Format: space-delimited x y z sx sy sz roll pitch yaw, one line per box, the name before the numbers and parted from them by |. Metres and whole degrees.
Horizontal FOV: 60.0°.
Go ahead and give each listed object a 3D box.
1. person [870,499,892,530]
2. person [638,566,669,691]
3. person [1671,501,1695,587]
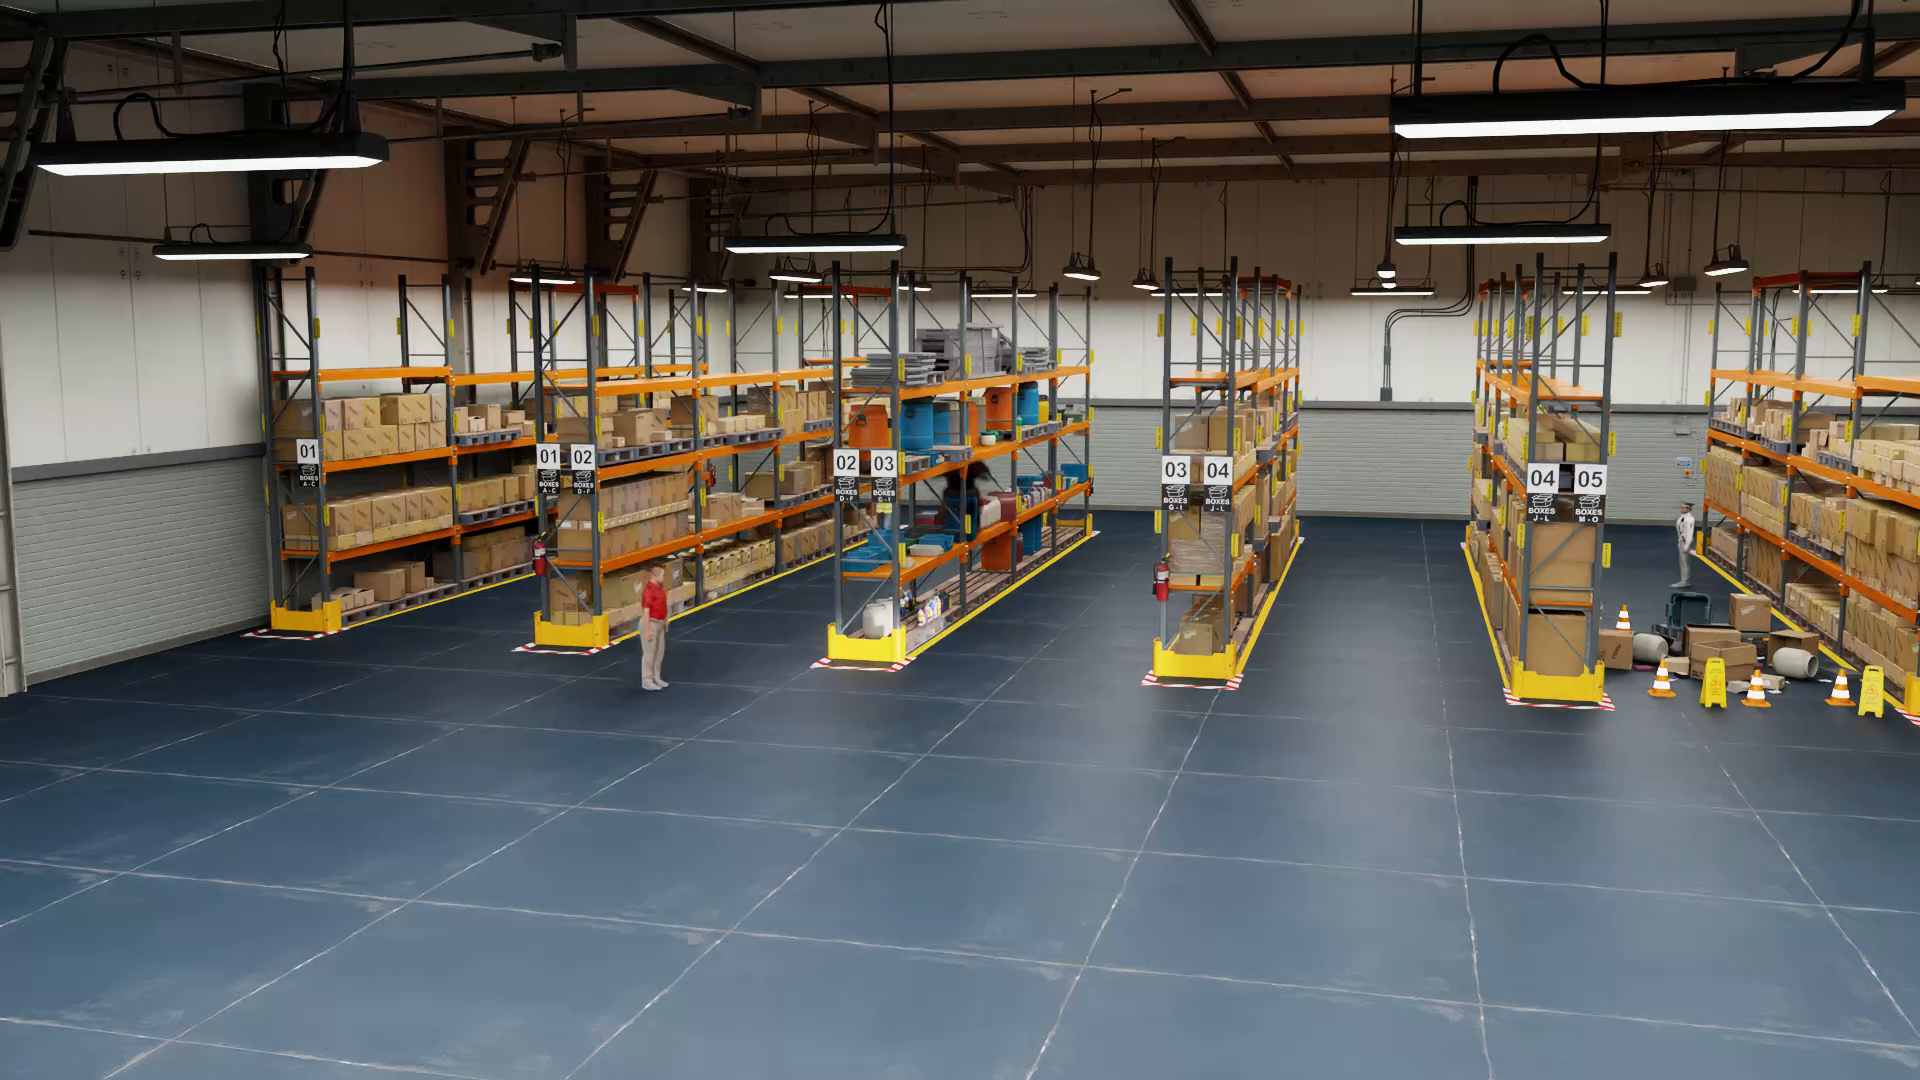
person | -1.720 -0.606 37.535 0.577 1.730 1.022 2 8 19
person | -4.272 1.222 23.178 0.391 1.736 0.567 2 7 12
person | 14.122 0.070 32.427 0.364 1.683 0.527 3 8 26
